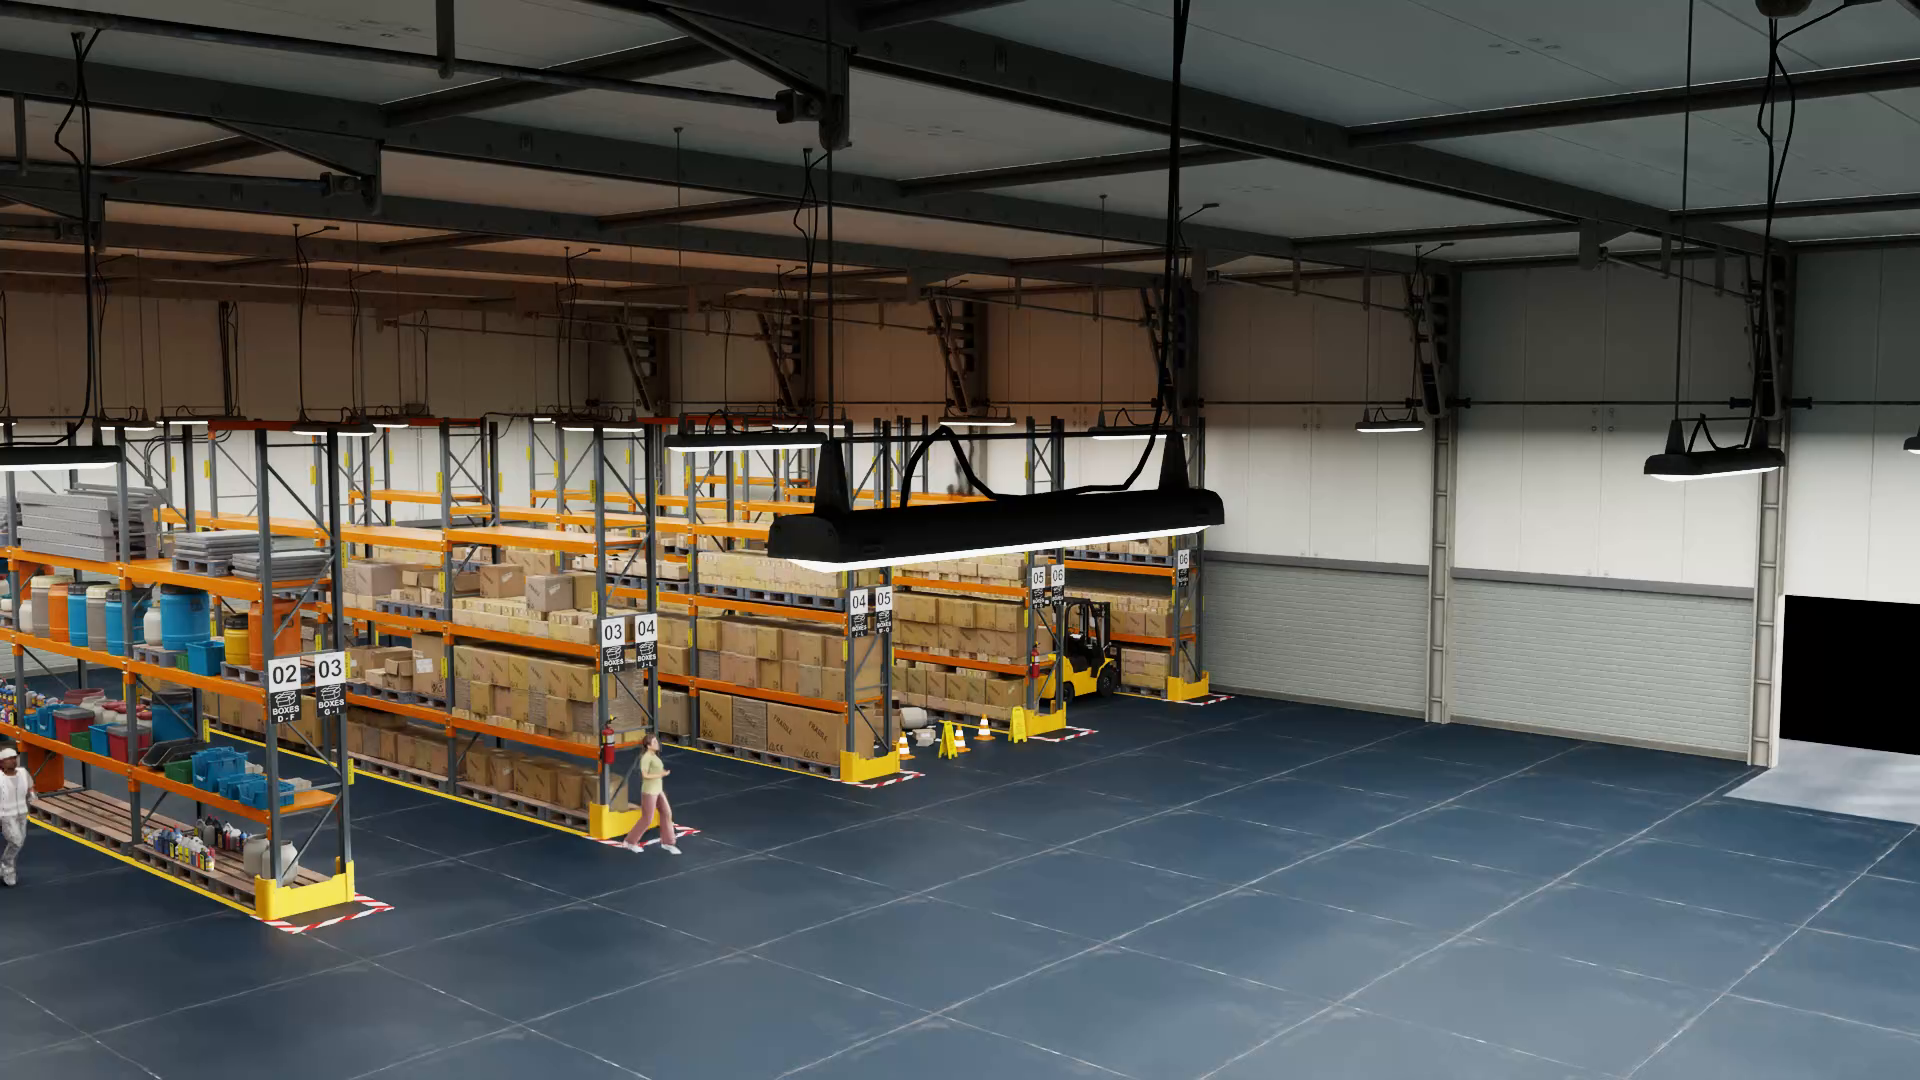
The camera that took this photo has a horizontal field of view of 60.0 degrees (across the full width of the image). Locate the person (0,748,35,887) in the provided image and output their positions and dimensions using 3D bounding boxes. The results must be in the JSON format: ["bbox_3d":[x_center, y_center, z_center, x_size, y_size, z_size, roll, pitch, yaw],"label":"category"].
[{"bbox_3d":[-12.445,3.630,21.826,0.720,1.797,0.662,2,5,23],"label":"person"}]

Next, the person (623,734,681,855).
[{"bbox_3d":[-4.311,3.563,23.182,0.790,1.723,0.579,0,5,6],"label":"person"}]
